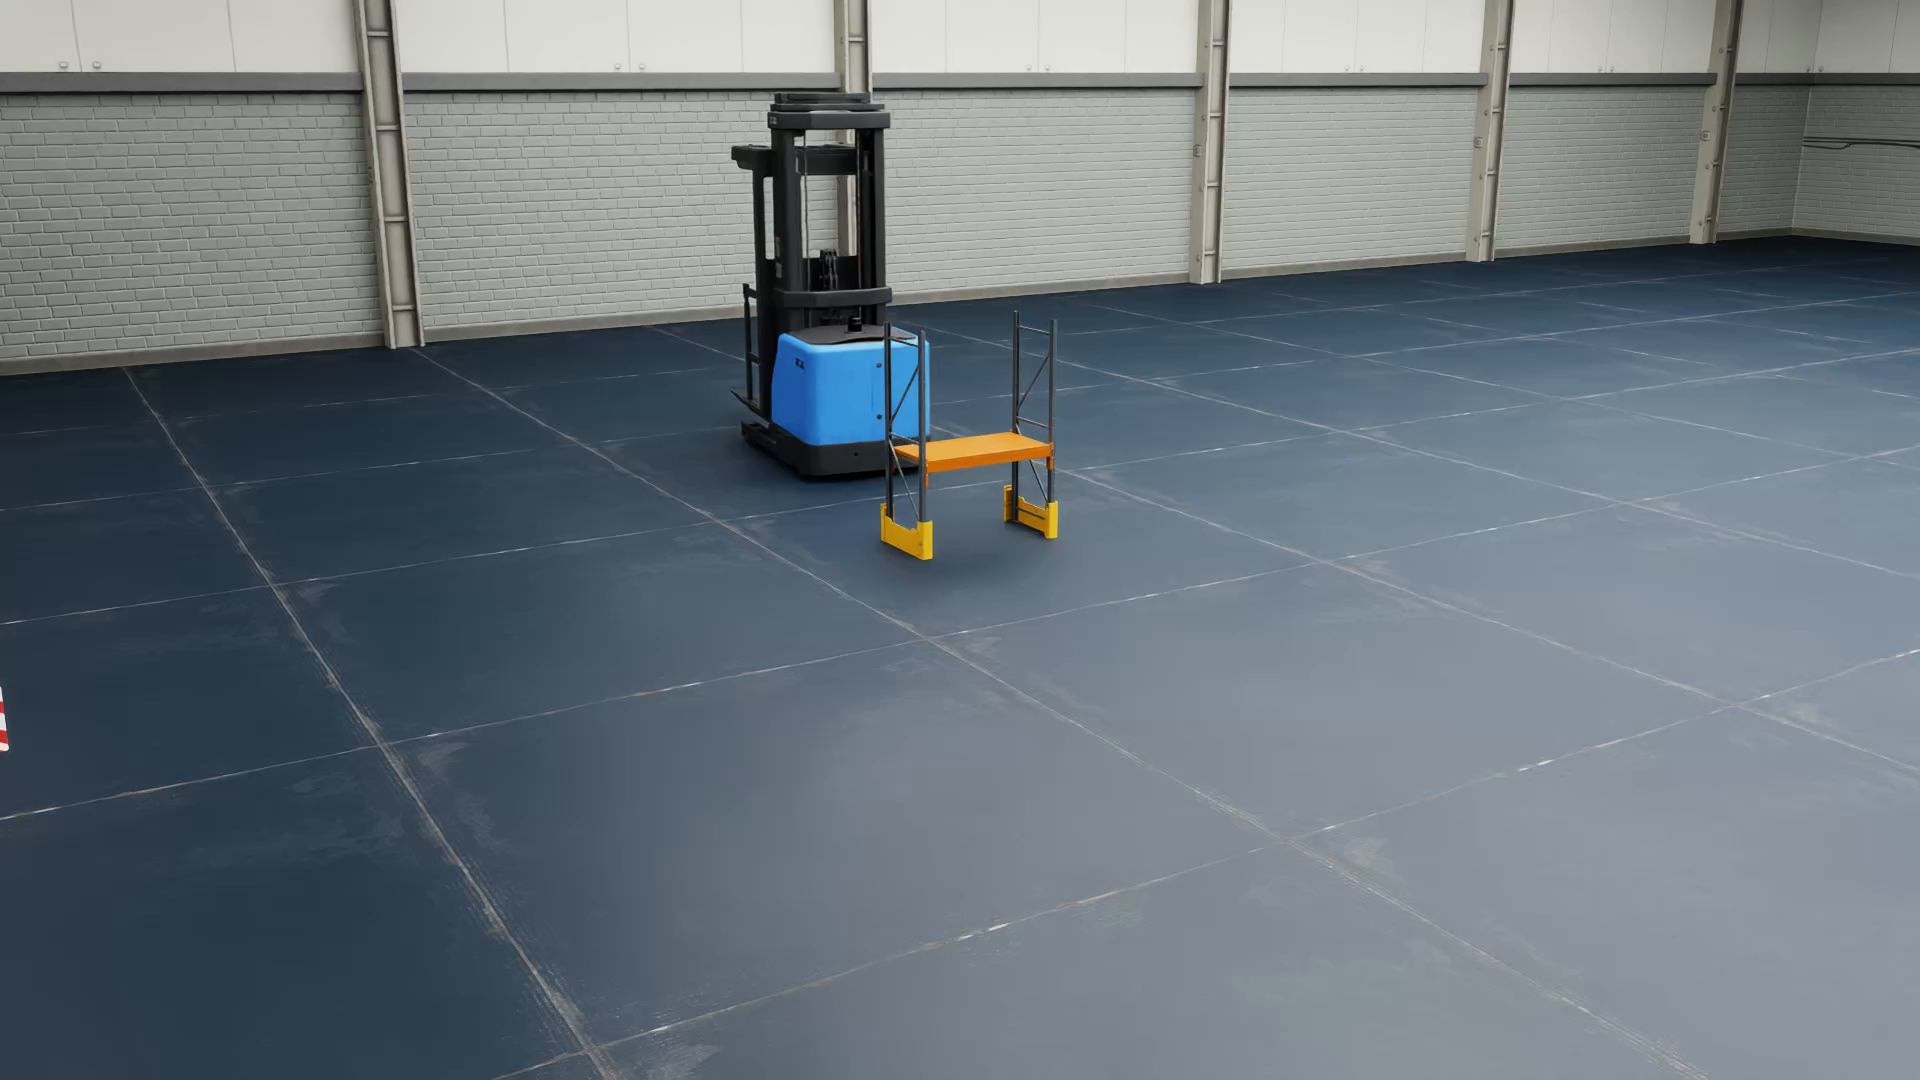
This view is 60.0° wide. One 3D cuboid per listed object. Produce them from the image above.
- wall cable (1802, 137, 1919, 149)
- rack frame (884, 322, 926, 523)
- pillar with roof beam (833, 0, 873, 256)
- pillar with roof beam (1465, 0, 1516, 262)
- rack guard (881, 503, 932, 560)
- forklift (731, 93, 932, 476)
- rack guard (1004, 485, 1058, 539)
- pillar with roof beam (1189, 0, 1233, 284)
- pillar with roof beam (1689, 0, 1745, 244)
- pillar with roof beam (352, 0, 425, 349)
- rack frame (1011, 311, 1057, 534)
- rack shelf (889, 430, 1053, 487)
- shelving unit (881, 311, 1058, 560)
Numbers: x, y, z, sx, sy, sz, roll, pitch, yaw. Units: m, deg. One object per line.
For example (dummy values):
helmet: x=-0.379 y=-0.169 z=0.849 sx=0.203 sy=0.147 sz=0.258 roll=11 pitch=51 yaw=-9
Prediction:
wall cable: x=17.245 y=-8.566 z=31.048 sx=0.112 sy=2.526 sz=3.097 roll=-9 pitch=18 yaw=-30
rack frame: x=-0.363 y=-0.663 z=10.998 sx=0.032 sy=1.500 sz=0.500 roll=-9 pitch=18 yaw=-30
pillar with roof beam: x=0.827 y=-6.459 z=17.780 sx=0.400 sy=9.000 sz=9.100 roll=-9 pitch=18 yaw=-30
pillar with roof beam: x=11.113 y=-8.127 z=23.731 sx=0.400 sy=9.000 sz=9.100 roll=-9 pitch=18 yaw=-30
rack guard: x=-0.362 y=-0.062 z=11.167 sx=0.087 sy=0.250 sz=0.587 roll=-9 pitch=18 yaw=-30
forklift: x=-1.259 y=-2.265 z=14.061 sx=1.130 sy=2.935 sz=3.031 roll=-6 pitch=17 yaw=-22
rack guard: x=0.492 y=-0.200 z=11.661 sx=0.087 sy=0.250 sz=0.587 roll=-9 pitch=18 yaw=-30
pillar with roof beam: x=5.970 y=-7.293 z=20.756 sx=0.400 sy=9.000 sz=9.100 roll=-9 pitch=18 yaw=-30
pillar with roof beam: x=16.256 y=-8.961 z=26.706 sx=0.400 sy=9.000 sz=9.100 roll=-9 pitch=18 yaw=-30
pillar with roof beam: x=-4.317 y=-5.625 z=14.805 sx=0.400 sy=9.000 sz=9.100 roll=-9 pitch=18 yaw=-30
rack frame: x=0.509 y=-0.805 z=11.502 sx=0.032 sy=1.500 sz=0.500 roll=-9 pitch=18 yaw=-30
rack shelf: x=0.073 y=-0.561 z=11.298 sx=1.000 sy=0.185 sz=0.538 roll=-9 pitch=18 yaw=-30
shelving unit: x=0.065 y=-0.733 z=11.245 sx=1.083 sy=1.500 sz=0.587 roll=-9 pitch=18 yaw=-30
